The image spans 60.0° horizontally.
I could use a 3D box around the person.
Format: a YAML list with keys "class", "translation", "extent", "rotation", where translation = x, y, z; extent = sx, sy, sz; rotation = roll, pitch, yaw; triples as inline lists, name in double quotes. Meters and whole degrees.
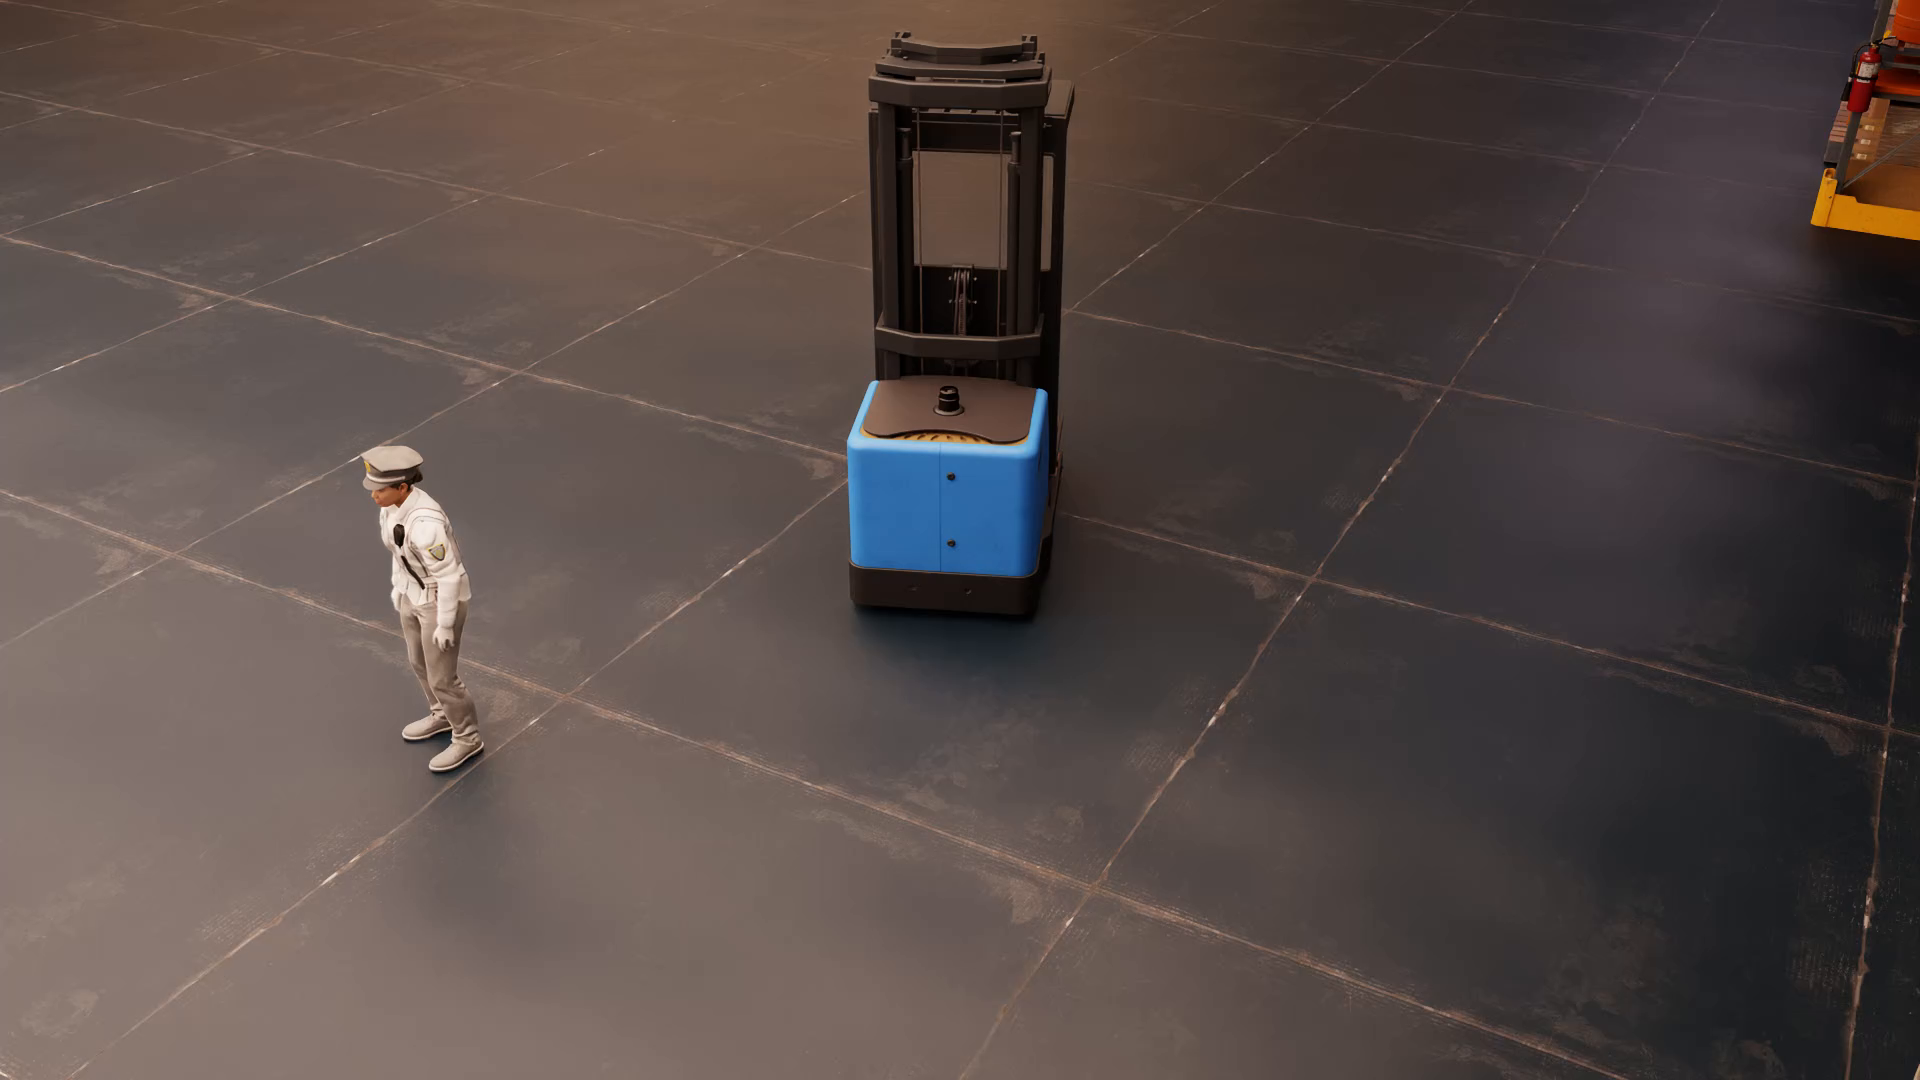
- class: "person"
  translation: [-2.502, 0.304, 7.810]
  extent: [0.371, 1.666, 0.547]
  rotation: [-23, 37, -34]

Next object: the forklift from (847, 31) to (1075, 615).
- class: "forklift"
  translation: [0.072, -1.572, 9.794]
  extent: [1.130, 2.935, 3.031]
  rotation: [3, 30, 6]
